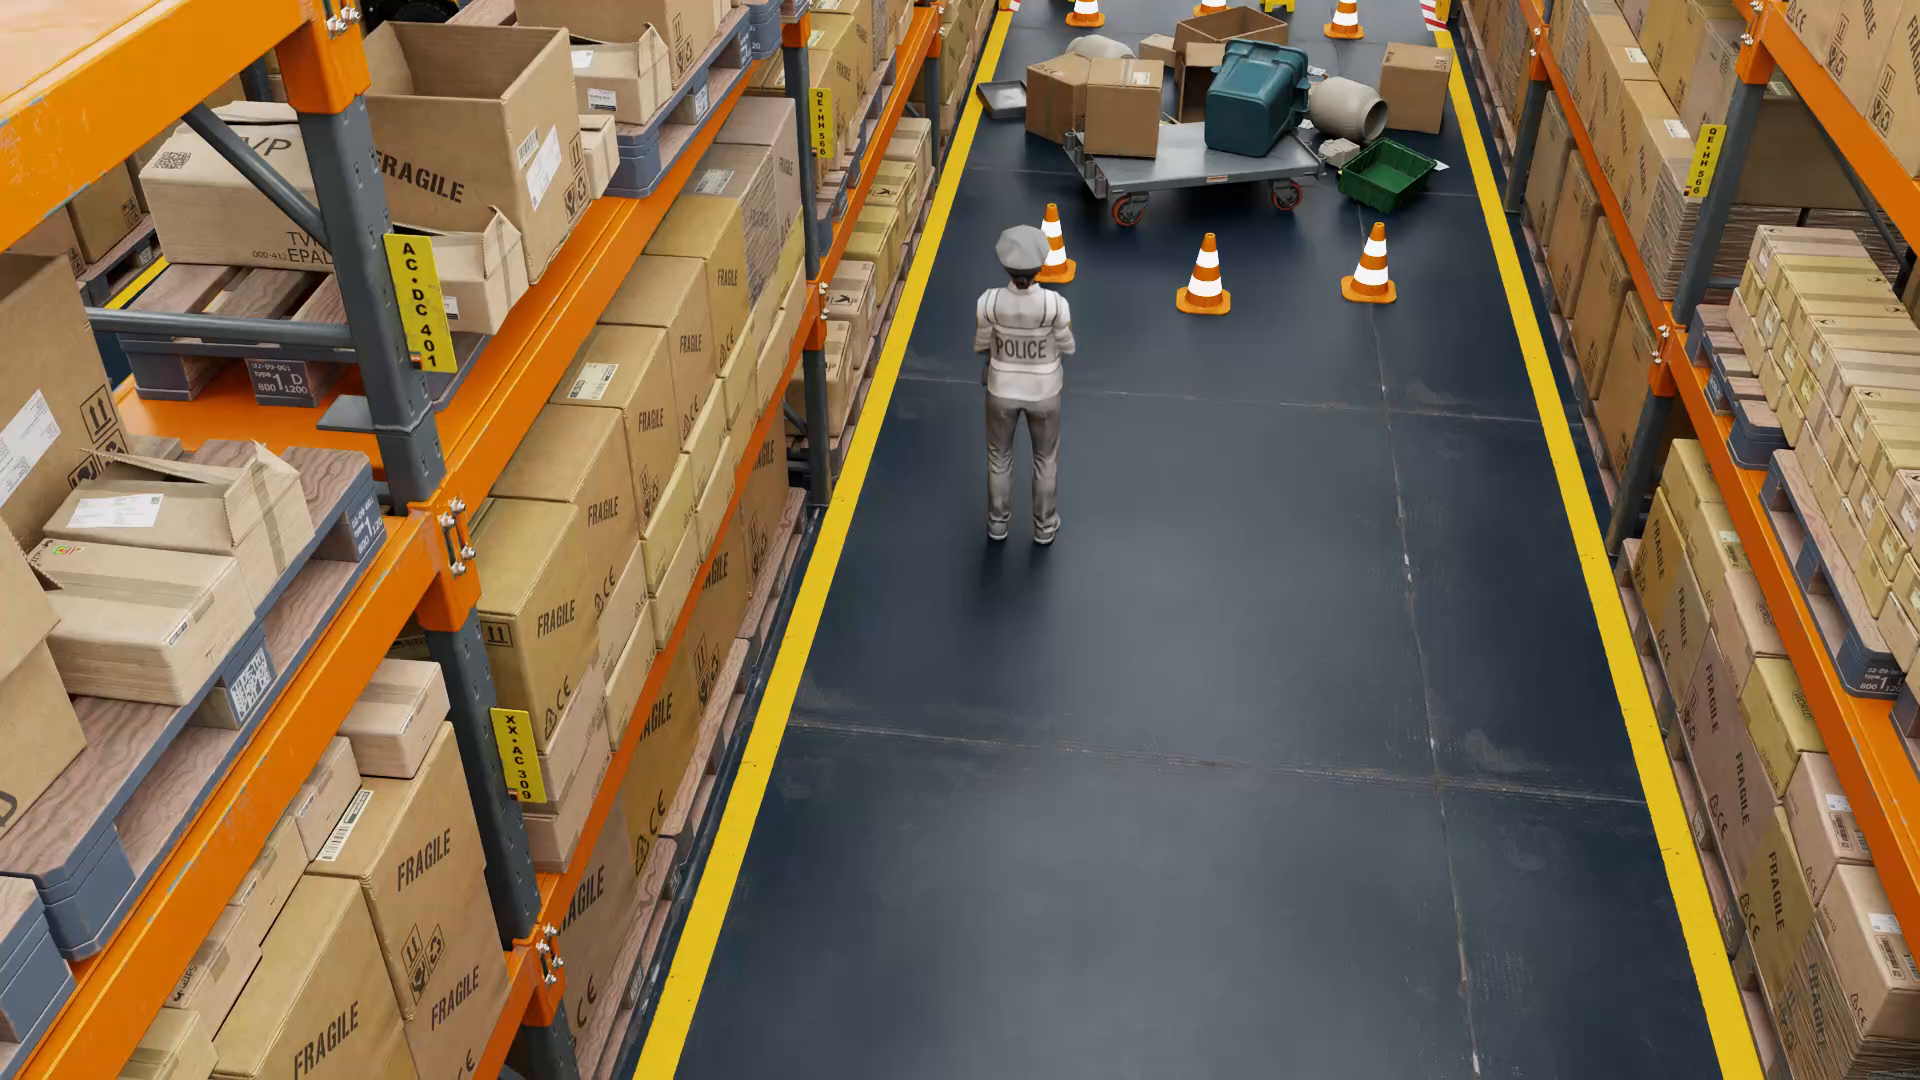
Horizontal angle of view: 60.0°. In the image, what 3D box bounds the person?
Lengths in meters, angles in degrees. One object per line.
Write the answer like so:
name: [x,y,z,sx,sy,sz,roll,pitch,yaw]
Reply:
person: [0.310,-0.765,8.051,0.482,1.692,0.517,4,37,6]
